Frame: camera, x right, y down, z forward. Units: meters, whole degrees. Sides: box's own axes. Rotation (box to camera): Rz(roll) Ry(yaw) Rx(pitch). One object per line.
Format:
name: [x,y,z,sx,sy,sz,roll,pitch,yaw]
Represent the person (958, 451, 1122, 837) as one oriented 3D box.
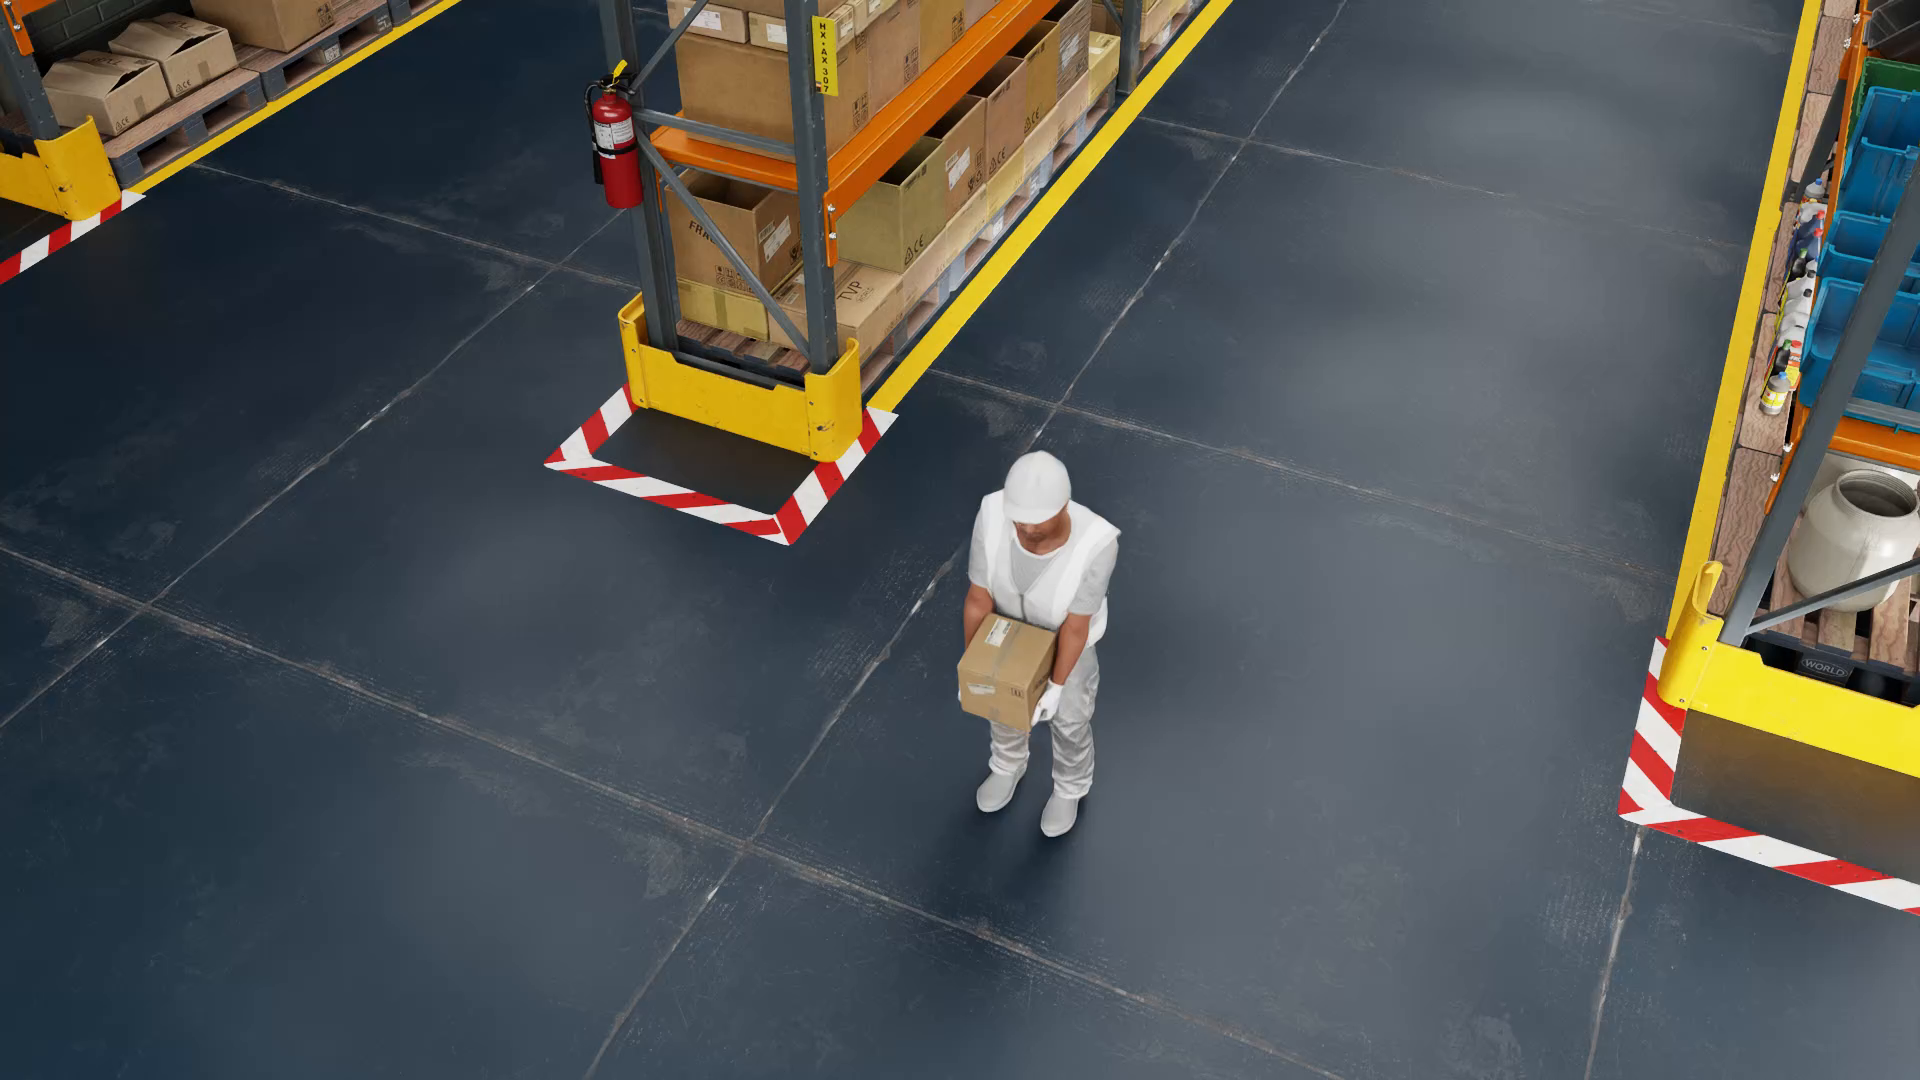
person: [0.262,0.376,5.739,0.490,1.758,0.603,17,44,19]
